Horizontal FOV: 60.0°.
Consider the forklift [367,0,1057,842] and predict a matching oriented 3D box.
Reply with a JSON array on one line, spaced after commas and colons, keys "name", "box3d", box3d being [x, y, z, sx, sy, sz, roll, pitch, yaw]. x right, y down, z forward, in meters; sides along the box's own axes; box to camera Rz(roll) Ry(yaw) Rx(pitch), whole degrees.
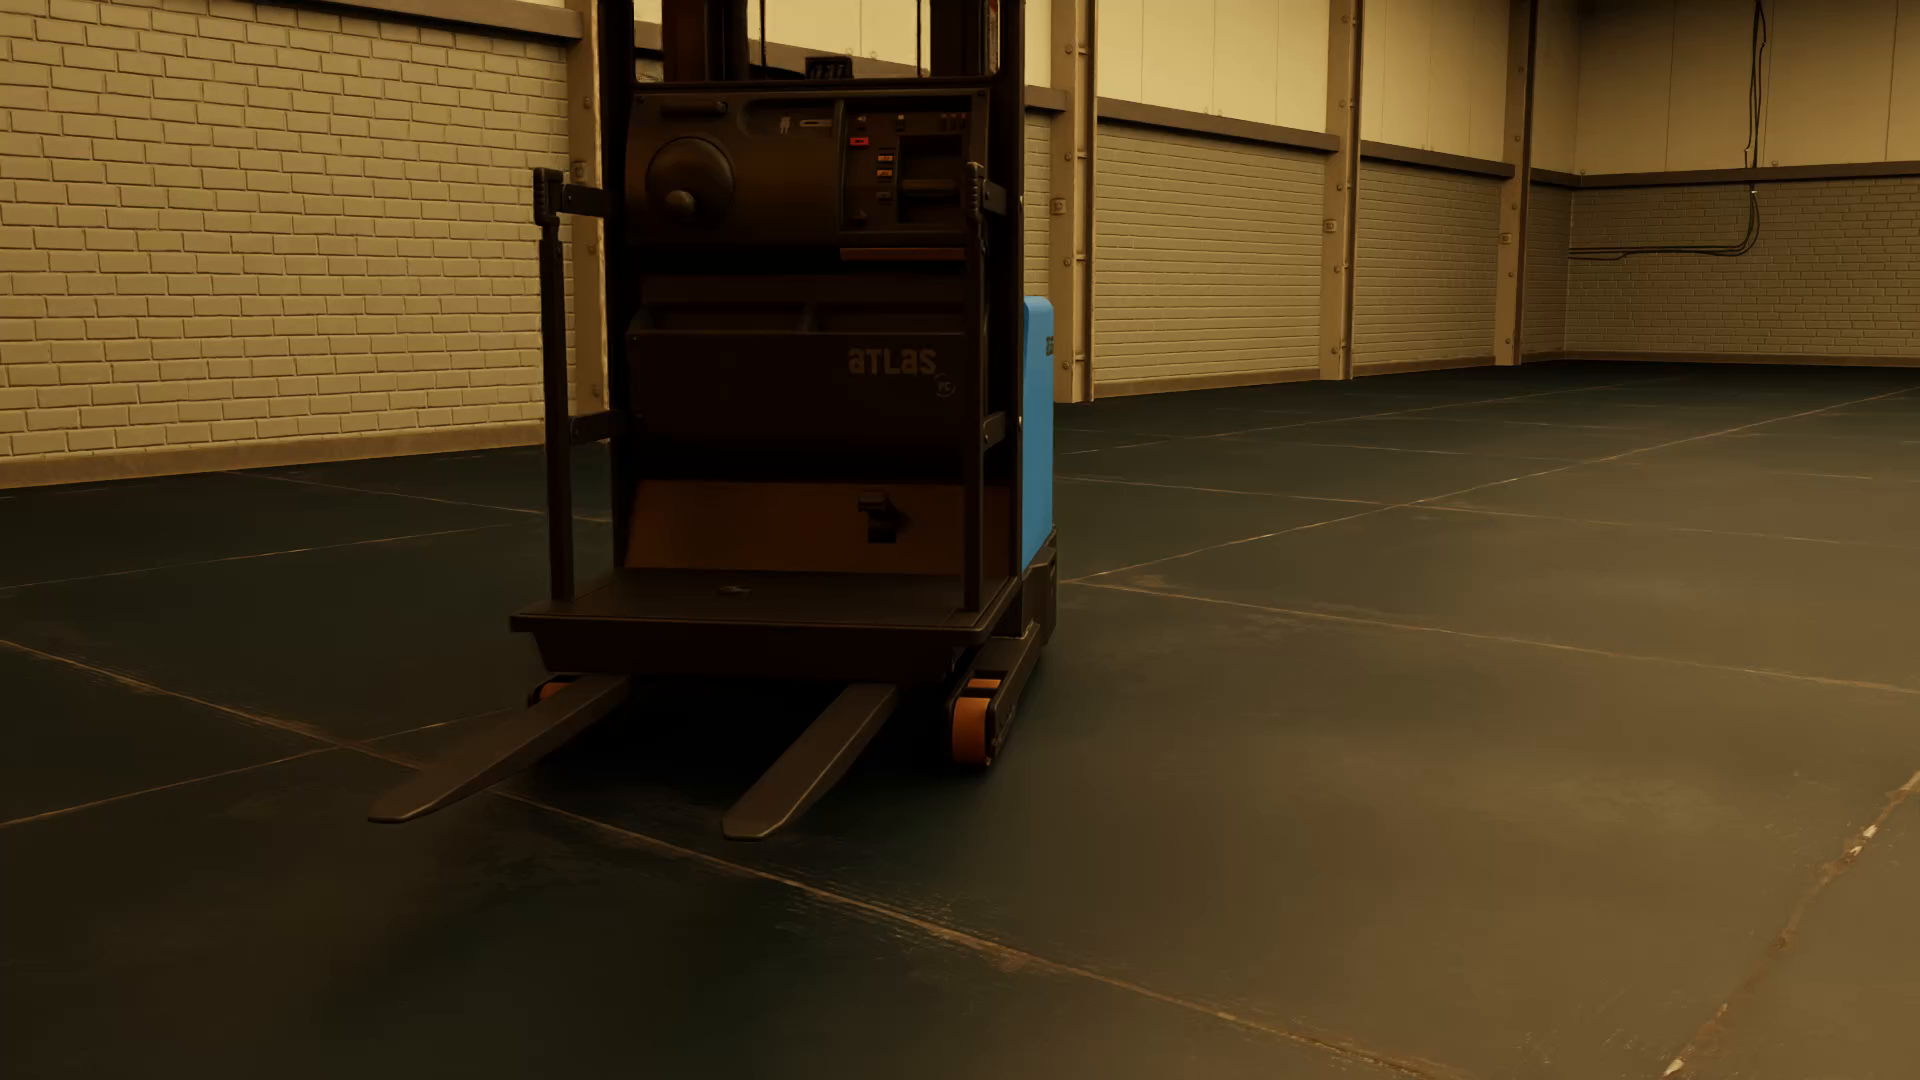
[{"name": "forklift", "box3d": [-0.418, -0.981, 3.986, 1.130, 2.935, 3.031, 1, 8, 9]}]

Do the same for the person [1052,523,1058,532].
[{"name": "person", "box3d": [0.045, -0.865, 7.323, 0.633, 1.722, 0.566, 7, 11, 38]}]
